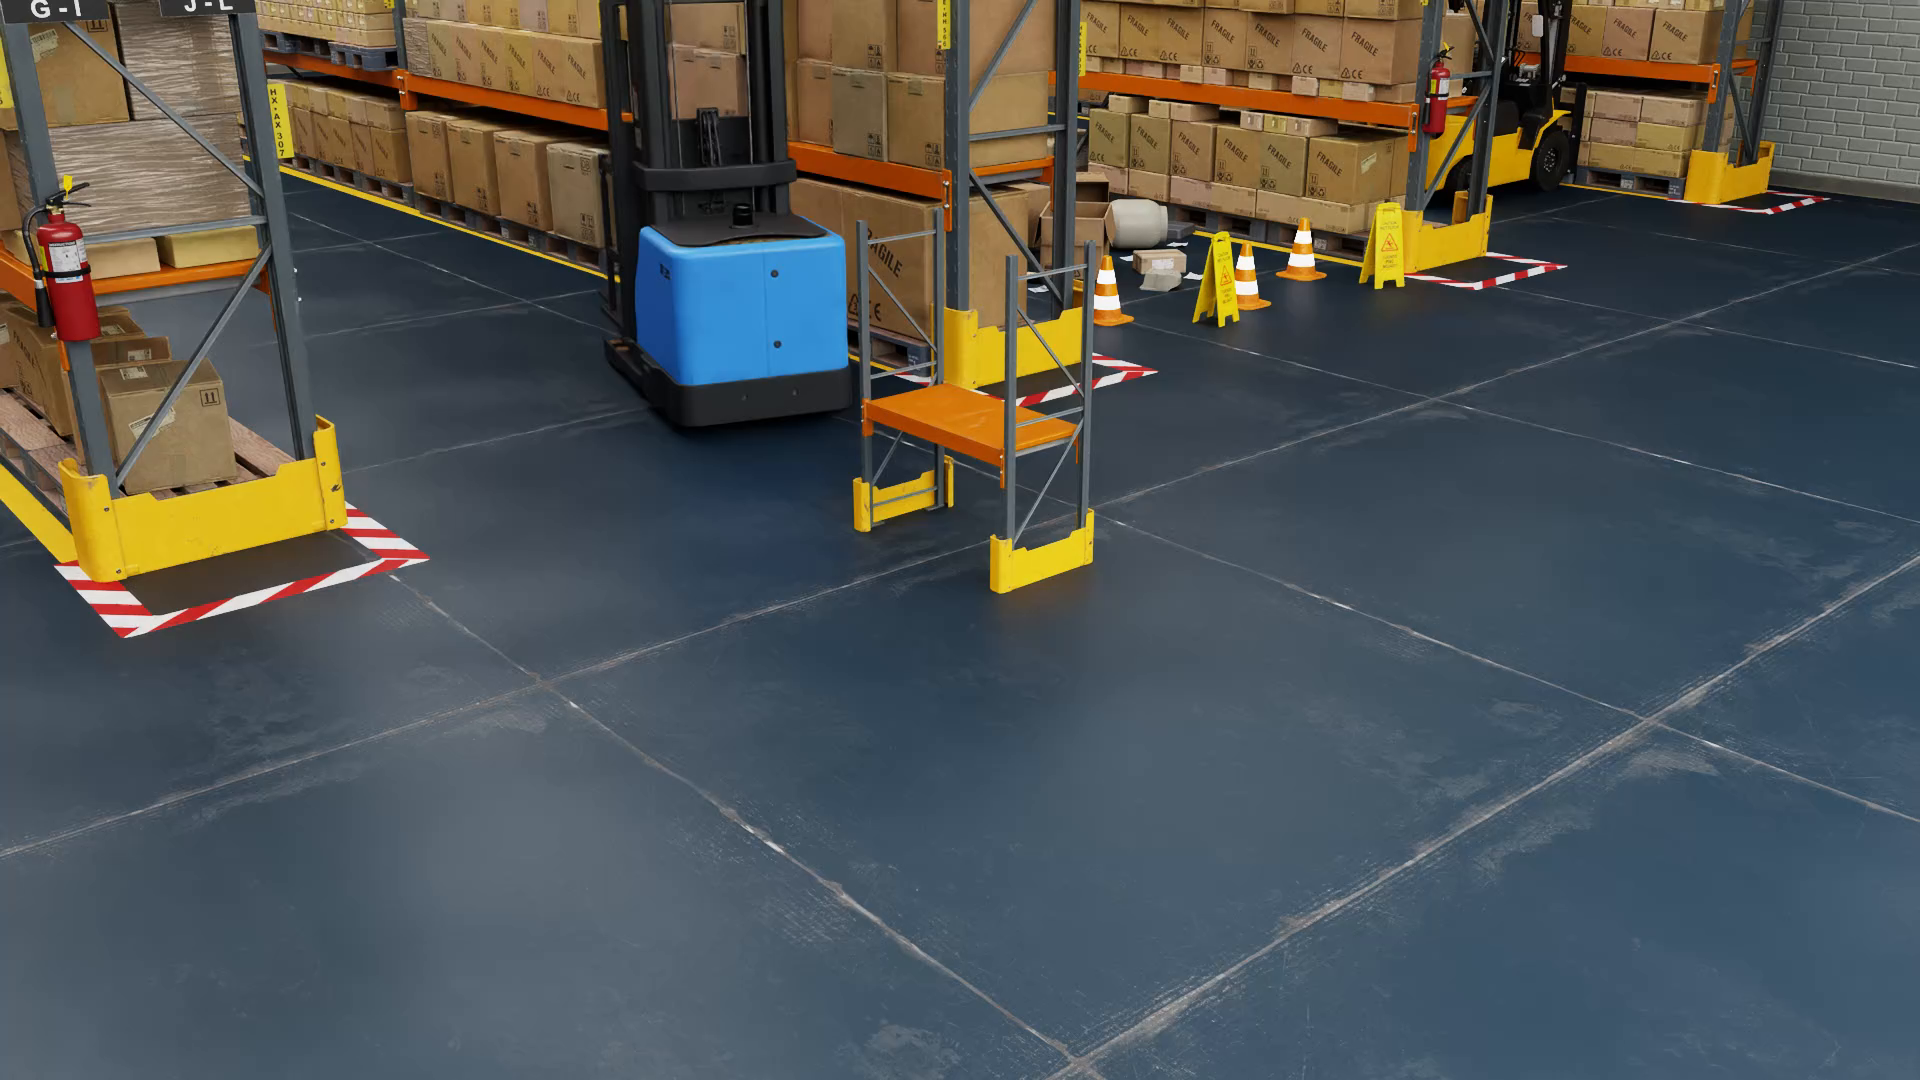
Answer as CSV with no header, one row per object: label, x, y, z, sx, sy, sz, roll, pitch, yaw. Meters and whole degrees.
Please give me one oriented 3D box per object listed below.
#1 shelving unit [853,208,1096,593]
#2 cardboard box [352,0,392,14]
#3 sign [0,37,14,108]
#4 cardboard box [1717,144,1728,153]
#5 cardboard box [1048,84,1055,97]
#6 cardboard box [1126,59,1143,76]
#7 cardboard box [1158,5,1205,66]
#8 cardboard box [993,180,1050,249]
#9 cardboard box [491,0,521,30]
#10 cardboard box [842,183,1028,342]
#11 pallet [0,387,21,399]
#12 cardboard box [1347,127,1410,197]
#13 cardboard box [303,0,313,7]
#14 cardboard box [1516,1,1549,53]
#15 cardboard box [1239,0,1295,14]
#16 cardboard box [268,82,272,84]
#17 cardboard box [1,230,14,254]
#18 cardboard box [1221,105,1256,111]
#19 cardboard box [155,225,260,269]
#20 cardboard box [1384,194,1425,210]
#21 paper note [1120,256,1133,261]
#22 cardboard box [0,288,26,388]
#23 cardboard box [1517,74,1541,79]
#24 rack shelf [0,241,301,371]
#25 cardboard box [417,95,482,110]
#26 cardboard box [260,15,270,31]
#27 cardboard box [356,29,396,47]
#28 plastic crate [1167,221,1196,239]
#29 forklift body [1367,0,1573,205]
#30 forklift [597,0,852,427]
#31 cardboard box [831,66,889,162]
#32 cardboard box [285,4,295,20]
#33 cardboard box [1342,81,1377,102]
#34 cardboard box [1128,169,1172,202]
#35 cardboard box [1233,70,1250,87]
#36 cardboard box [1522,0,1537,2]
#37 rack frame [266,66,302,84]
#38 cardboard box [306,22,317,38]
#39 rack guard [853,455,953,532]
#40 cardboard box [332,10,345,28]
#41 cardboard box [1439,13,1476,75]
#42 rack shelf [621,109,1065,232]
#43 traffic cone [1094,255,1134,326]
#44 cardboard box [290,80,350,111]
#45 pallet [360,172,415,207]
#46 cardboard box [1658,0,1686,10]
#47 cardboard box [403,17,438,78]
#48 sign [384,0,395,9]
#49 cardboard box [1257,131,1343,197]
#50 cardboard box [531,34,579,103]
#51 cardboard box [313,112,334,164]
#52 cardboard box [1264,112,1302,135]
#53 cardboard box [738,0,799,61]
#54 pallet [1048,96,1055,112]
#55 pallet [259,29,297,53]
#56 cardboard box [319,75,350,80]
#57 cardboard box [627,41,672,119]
shelving unit,0.050,-0.677,7.657,0.587,1.500,1.083,-17,27,-37
cardboard box,-5.560,-5.105,15.858,0.380,0.149,0.250,-19,28,-39
sign,-3.928,-1.920,6.751,0.100,0.325,0.005,-17,27,-37
cardboard box,7.599,-3.999,17.276,0.500,0.250,0.500,-17,27,-37
cardboard box,1.448,-6.494,23.303,0.500,0.500,0.500,-16,27,-35
cardboard box,1.766,-4.420,15.501,0.380,0.149,0.250,-18,27,-38
cardboard box,2.142,-4.546,14.934,0.500,0.500,0.500,-18,28,-38
cardboard box,0.332,-2.759,14.152,0.797,0.637,0.503,-17,27,-37
cardboard box,-3.606,-4.687,14.330,0.700,0.500,0.500,-18,28,-38
cardboard box,-0.163,-1.891,11.036,0.875,0.875,0.875,-17,27,-37
pallet,-5.640,-0.990,10.221,1.003,0.211,1.213,-17,27,-37
cardboard box,3.680,-3.279,14.408,0.500,0.500,0.500,-19,28,-39
cardboard box,-6.402,-5.463,16.771,0.380,0.149,0.250,-16,26,-35
cardboard box,6.248,-5.445,17.636,0.500,0.500,0.500,-17,27,-37
cardboard box,2.779,-4.717,13.998,0.700,0.500,0.500,-18,28,-38
cardboard box,-8.765,-5.621,20.741,0.380,0.149,0.250,-19,28,-39
cardboard box,-4.353,-1.471,7.972,0.380,0.149,0.250,-17,27,-37
cardboard box,3.818,-5.662,21.006,0.875,0.625,0.625,-19,28,-40
cardboard box,-3.500,-1.378,7.735,0.380,0.149,0.250,-17,27,-37
cardboard box,3.696,-2.923,14.528,0.500,0.250,0.500,-18,28,-38
paper note,1.448,-2.389,14.057,0.148,0.019,0.142,-8,23,-19
cardboard box,-5.495,-1.220,9.838,0.500,0.500,0.500,-9,23,-21
cardboard box,6.290,-5.018,18.507,0.500,0.250,0.500,-17,27,-37
rack shelf,-4.800,-1.578,8.885,1.077,0.370,4.000,-17,27,-37
cardboard box,-5.159,-4.352,16.806,0.500,0.250,0.500,-19,28,-40
cardboard box,-7.249,-5.543,17.792,0.380,0.149,0.250,-17,27,-37
cardboard box,-5.563,-4.828,15.968,0.380,0.149,0.250,-17,27,-37
plastic crate,1.806,-2.836,15.115,0.583,0.080,0.402,12,24,27
forklift body,5.151,-4.596,16.770,2.313,2.155,1.214,-17,27,-37
forklift,-1.693,-2.508,10.369,1.130,2.935,3.031,-9,23,-22
cardboard box,-0.323,-2.821,10.868,0.875,0.550,0.550,-17,27,-37
cardboard box,-6.735,-5.466,17.186,0.380,0.149,0.250,-18,28,-38
cardboard box,3.358,-3.698,13.657,0.380,0.149,0.250,-18,28,-38
cardboard box,1.940,-3.367,15.663,0.500,0.250,0.500,-16,26,-34
cardboard box,2.624,-4.081,14.636,0.380,0.149,0.250,-17,27,-37
cardboard box,6.163,-5.773,17.583,0.380,0.149,0.250,-18,28,-38
rack frame,-7.504,-5.828,18.751,1.000,3.000,0.127,-17,27,-37
cardboard box,-6.396,-5.184,16.876,0.380,0.149,0.250,-16,27,-36
rack guard,-0.275,-0.233,8.236,0.587,0.250,0.087,-17,27,-37
cardboard box,-5.909,-5.114,16.288,0.380,0.149,0.250,-17,27,-36
cardboard box,3.914,-4.101,13.797,0.500,0.500,0.500,-18,28,-38
rack shelf,-0.976,-2.730,11.829,1.077,0.370,4.000,-17,27,-37
traffic cone,1.058,-1.816,11.987,0.336,0.463,0.334,-17,27,-37
cardboard box,-6.872,-4.795,17.938,0.500,0.250,0.500,-17,27,-36
pallet,-5.402,-3.641,16.990,1.003,0.211,1.213,-17,27,-37
cardboard box,7.143,-5.343,16.486,0.380,0.149,0.250,-17,27,-37
cardboard box,-4.804,-4.581,15.431,0.500,0.500,0.500,-17,27,-37
sign,-5.298,-5.094,15.397,0.100,0.325,0.005,-17,27,-37
cardboard box,2.950,-3.286,14.427,0.500,0.500,0.500,-16,27,-36
cardboard box,-3.155,-3.885,13.652,0.500,0.500,0.500,-18,28,-38
cardboard box,-6.523,-4.305,17.715,0.500,0.500,0.500,-17,27,-37
cardboard box,2.841,-3.600,14.340,0.380,0.149,0.250,-17,27,-37
cardboard box,-1.020,-3.630,11.452,0.875,0.550,0.500,-17,27,-37
pallet,1.298,-6.366,23.947,1.003,0.211,1.213,-17,27,-37
pallet,-7.115,-5.493,18.159,1.003,0.211,1.213,-17,27,-37
cardboard box,-6.826,-5.063,18.622,0.500,0.250,0.500,-18,28,-39
cardboard box,-2.032,-3.589,12.828,0.875,0.550,0.550,-17,27,-37
